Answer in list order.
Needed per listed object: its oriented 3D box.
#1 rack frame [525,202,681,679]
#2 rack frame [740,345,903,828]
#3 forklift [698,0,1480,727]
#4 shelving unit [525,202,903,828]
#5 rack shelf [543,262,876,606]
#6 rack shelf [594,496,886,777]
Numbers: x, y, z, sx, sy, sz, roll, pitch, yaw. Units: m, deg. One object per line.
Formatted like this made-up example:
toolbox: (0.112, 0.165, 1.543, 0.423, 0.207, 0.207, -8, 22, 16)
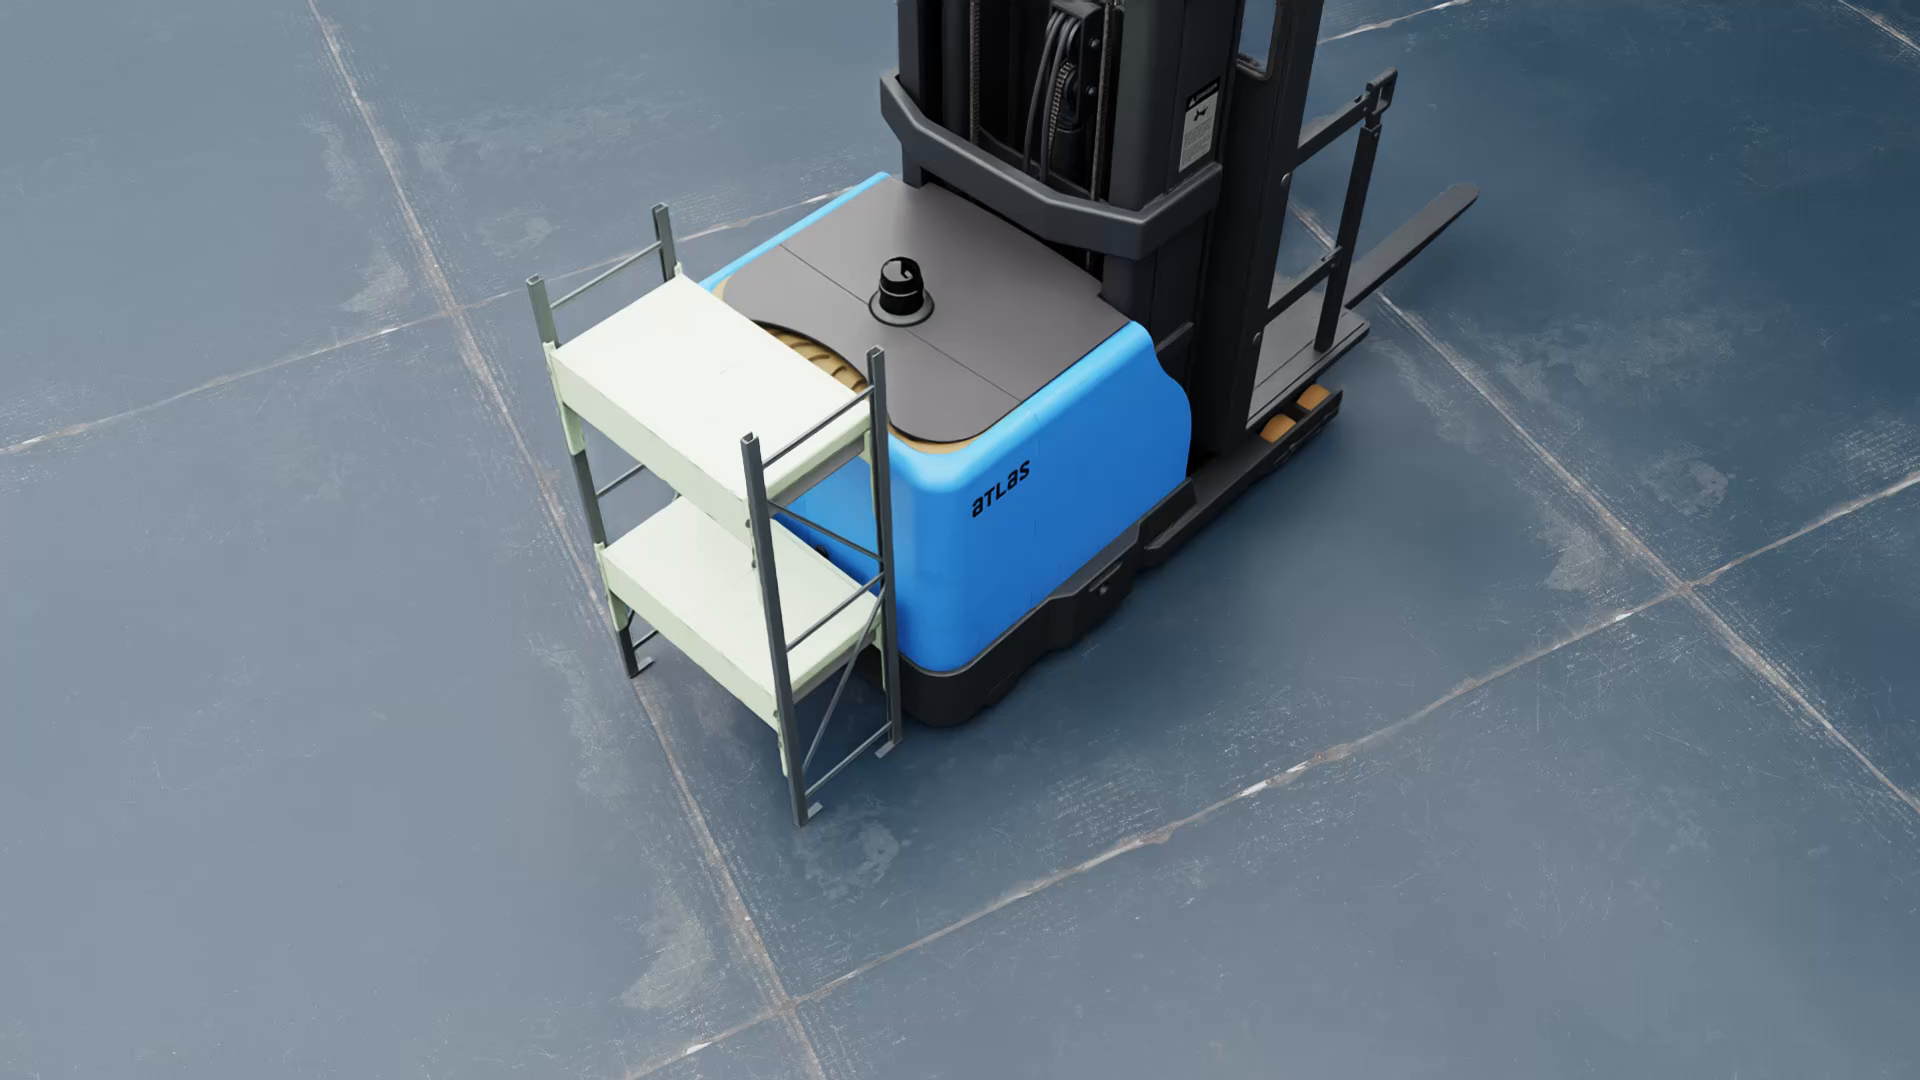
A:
rack frame: (-0.840, -0.198, 4.427, 0.023, 1.500, 0.400, 36, 58, 27)
rack frame: (-0.310, 0.182, 4.095, 0.023, 1.500, 0.400, 36, 58, 27)
forklift: (0.619, -1.454, 4.574, 1.130, 2.935, 3.031, 36, 58, 27)
shelving unit: (-0.575, -0.008, 4.261, 0.755, 1.500, 0.431, 36, 58, 27)
rack shelf: (-0.575, -0.265, 3.967, 0.720, 0.370, 0.431, 36, 58, 27)
rack shelf: (-0.575, 0.206, 4.506, 0.720, 0.370, 0.431, 36, 58, 27)
